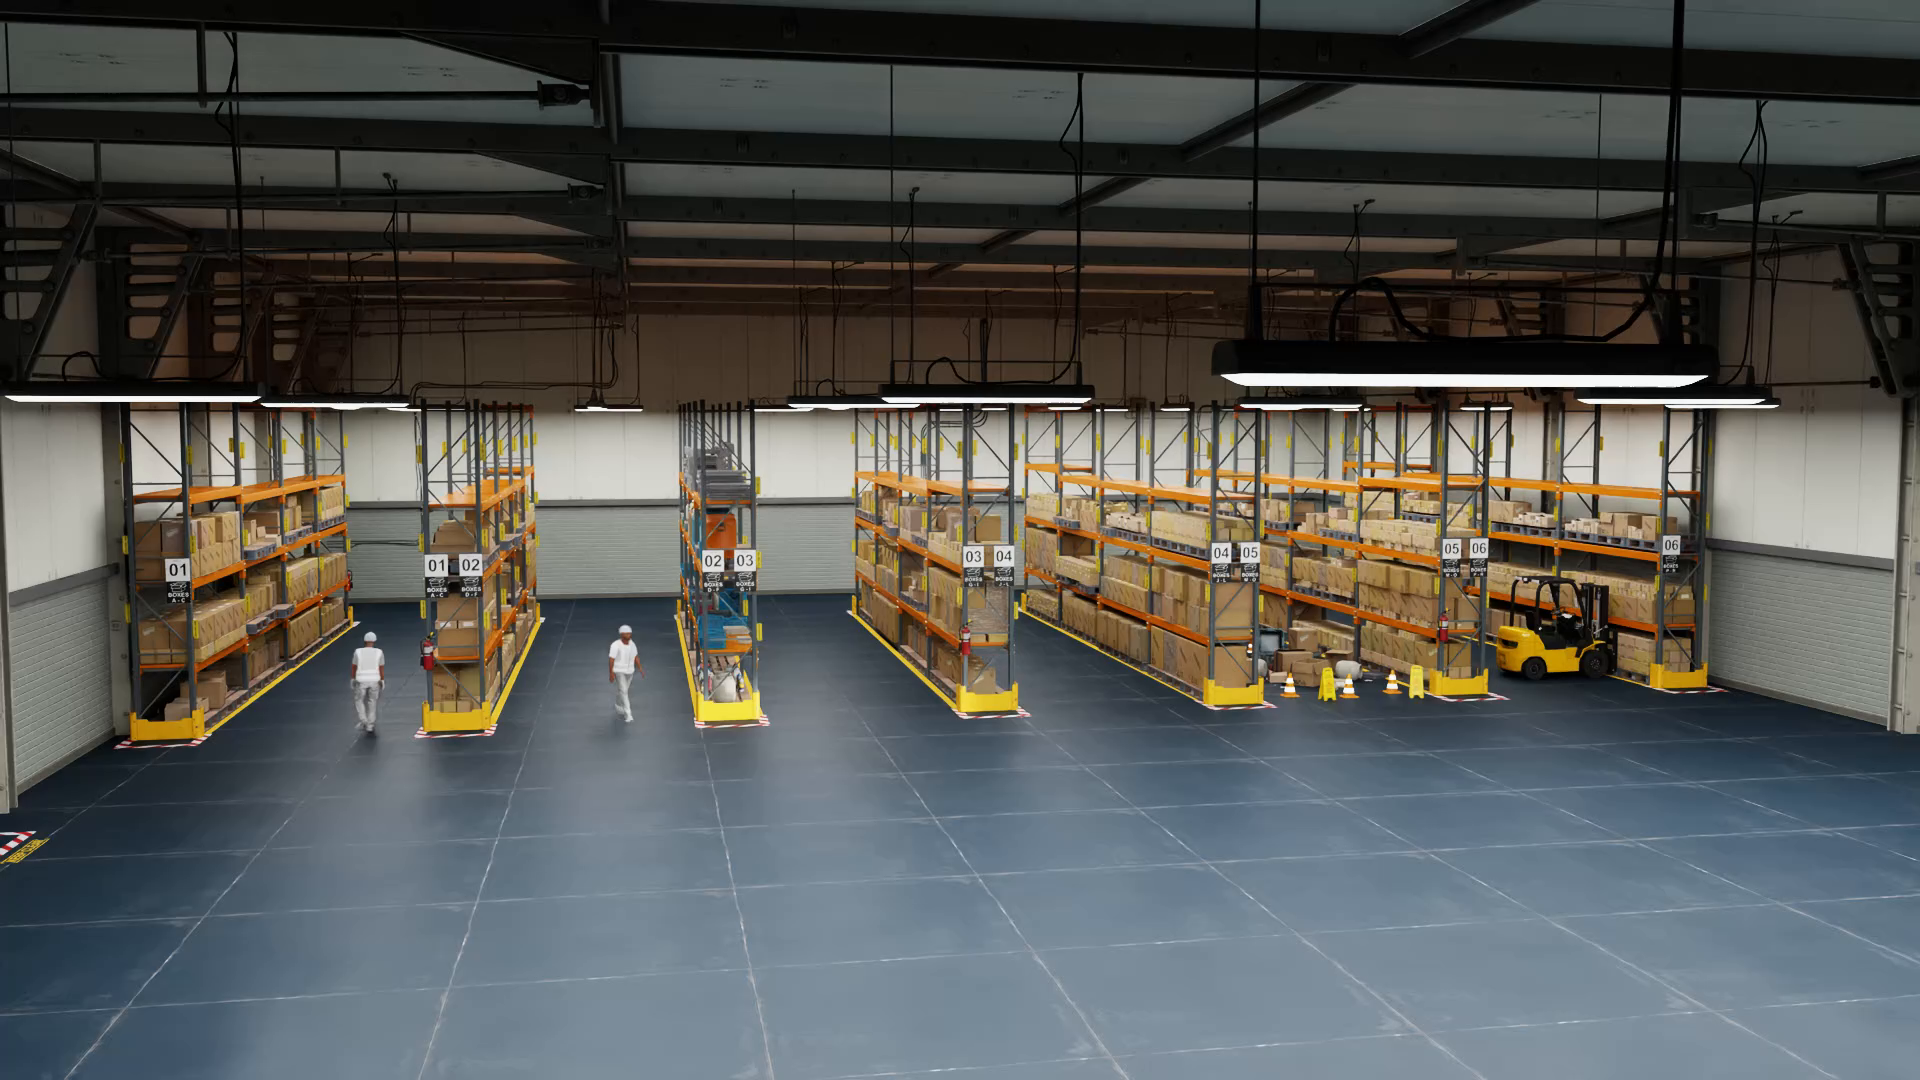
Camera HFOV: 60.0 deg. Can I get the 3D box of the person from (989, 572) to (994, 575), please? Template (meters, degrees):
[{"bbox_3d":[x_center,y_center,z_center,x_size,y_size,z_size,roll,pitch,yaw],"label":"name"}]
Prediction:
[{"bbox_3d":[0.898,0.896,52.732,0.740,1.659,0.434,1,4,14],"label":"person"}]

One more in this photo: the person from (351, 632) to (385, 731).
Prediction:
[{"bbox_3d":[-10.668,2.561,29.958,0.591,1.779,0.545,-1,5,-19],"label":"person"}]

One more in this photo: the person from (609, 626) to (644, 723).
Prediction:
[{"bbox_3d":[-6.308,2.490,31.333,0.647,1.759,0.936,-4,6,-43],"label":"person"}]

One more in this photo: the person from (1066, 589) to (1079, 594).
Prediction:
[{"bbox_3d":[3.351,1.149,49.767,0.613,1.697,0.486,0,4,0],"label":"person"}]

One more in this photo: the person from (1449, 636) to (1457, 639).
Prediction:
[{"bbox_3d":[11.302,1.987,38.302,0.567,1.745,0.389,-3,5,-35],"label":"person"}]
